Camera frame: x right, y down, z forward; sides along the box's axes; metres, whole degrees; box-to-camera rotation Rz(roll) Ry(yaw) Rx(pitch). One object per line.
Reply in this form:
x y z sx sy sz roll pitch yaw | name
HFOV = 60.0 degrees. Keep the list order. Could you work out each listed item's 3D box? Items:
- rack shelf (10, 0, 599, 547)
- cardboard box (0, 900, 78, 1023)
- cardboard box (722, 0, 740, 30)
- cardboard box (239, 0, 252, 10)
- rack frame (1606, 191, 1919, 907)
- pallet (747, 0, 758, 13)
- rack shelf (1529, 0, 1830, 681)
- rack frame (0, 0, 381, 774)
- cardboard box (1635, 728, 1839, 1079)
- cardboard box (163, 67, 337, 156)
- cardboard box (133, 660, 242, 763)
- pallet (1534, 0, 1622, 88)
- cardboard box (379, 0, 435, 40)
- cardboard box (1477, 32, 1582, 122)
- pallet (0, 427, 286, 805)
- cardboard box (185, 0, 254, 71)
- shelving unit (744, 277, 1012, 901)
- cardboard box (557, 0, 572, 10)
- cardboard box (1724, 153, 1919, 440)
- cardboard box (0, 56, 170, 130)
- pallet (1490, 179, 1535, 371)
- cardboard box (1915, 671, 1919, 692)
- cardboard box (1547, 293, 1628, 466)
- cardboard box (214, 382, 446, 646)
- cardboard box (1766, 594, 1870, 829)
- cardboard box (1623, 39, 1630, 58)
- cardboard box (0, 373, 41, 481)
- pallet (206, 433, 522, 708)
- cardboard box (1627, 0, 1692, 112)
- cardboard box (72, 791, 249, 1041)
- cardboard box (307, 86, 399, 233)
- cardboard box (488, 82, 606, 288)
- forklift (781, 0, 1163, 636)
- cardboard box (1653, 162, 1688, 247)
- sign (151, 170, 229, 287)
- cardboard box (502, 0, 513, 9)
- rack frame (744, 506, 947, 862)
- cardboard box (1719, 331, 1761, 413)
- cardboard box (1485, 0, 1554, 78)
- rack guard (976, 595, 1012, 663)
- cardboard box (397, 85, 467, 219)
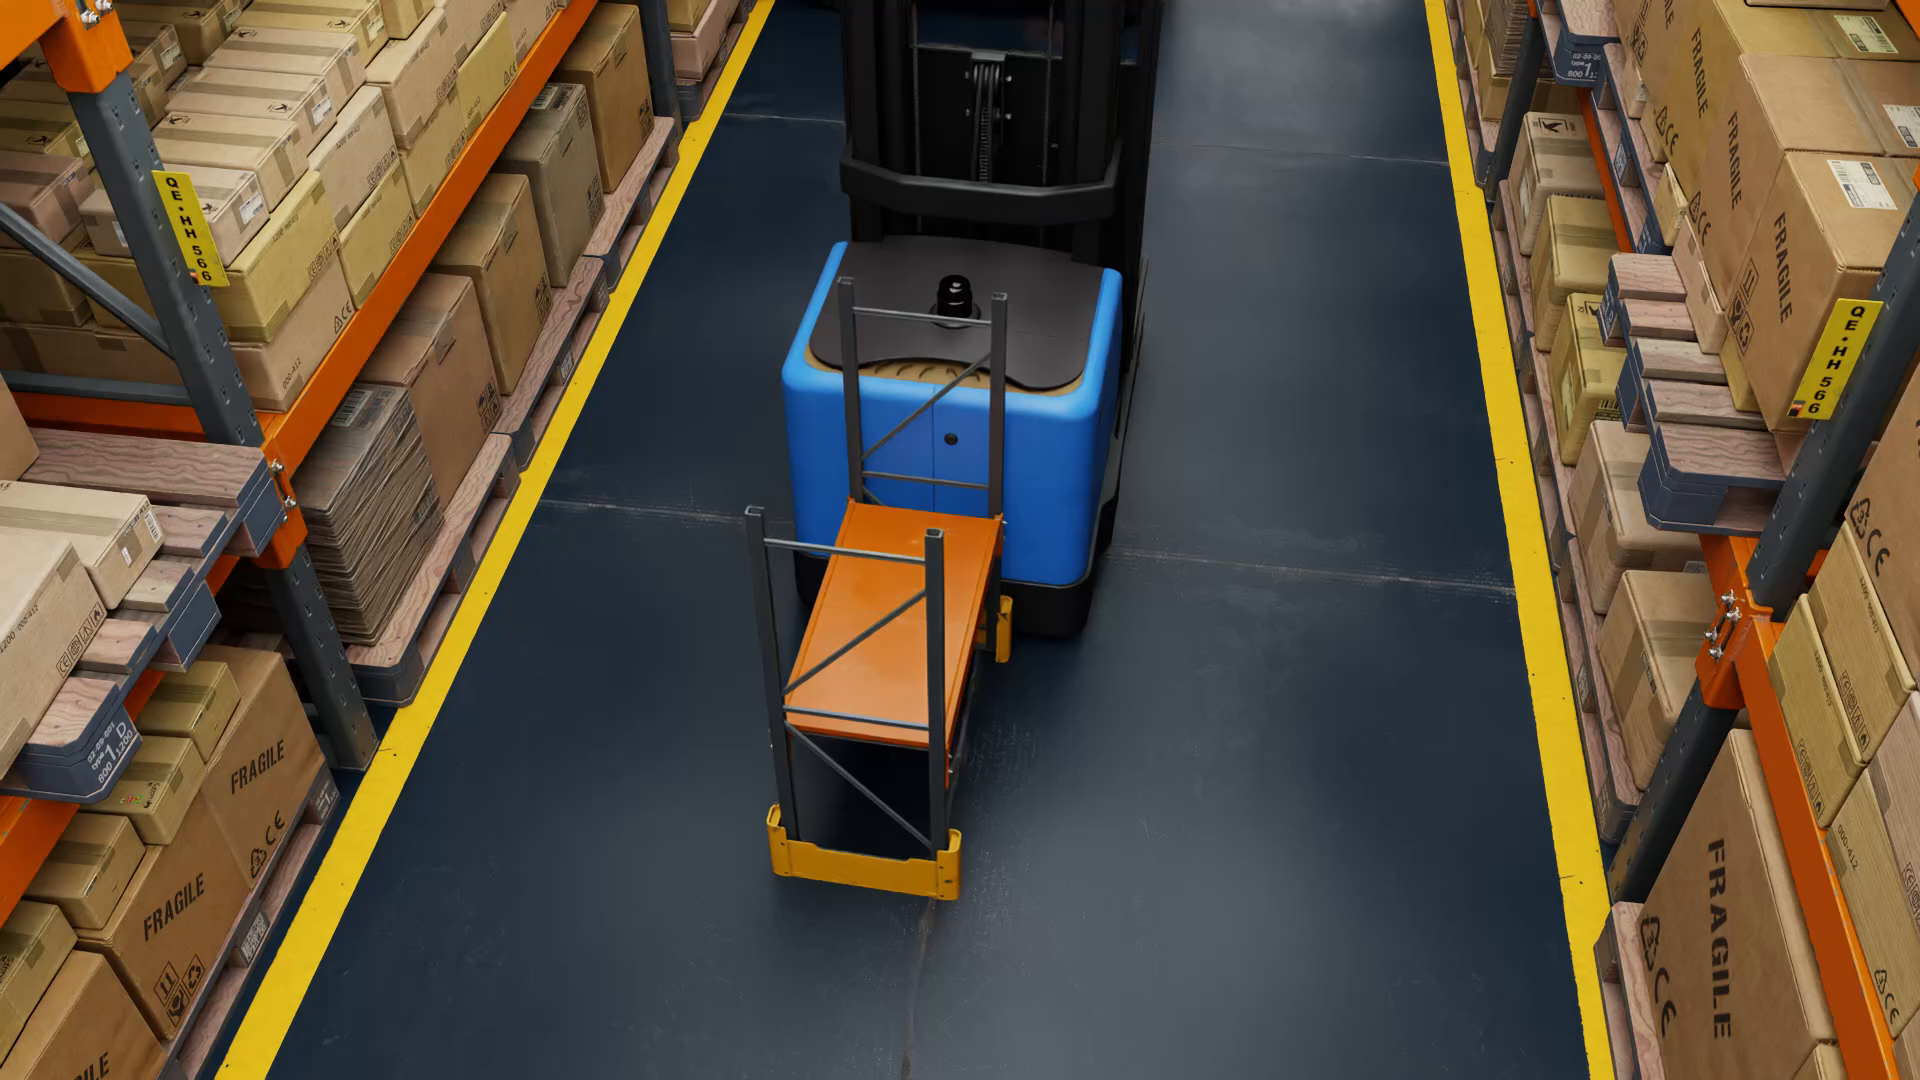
-2.167 -1.515 6.191 1.077 0.370 4.000 5 44 6 | rack shelf
-2.409 1.007 4.046 0.380 0.149 0.250 6 44 7 | cardboard box
-1.459 -2.940 8.868 0.500 0.250 0.500 4 44 5 | cardboard box
-2.545 -1.806 5.432 0.380 0.149 0.250 5 44 5 | cardboard box
2.489 0.036 4.030 1.000 3.000 0.127 5 44 6 | rack frame
-1.597 -3.498 9.791 1.003 0.211 1.213 5 44 6 | pallet
2.754 -1.066 5.717 1.077 0.370 4.000 5 44 6 | rack shelf
-2.431 -0.413 4.504 1.000 3.000 0.127 5 44 6 | rack frame
2.316 1.118 4.127 0.875 0.875 0.875 5 44 5 | cardboard box
-2.055 -1.235 4.828 0.380 0.149 0.250 6 44 7 | cardboard box
-2.246 0.466 4.617 0.380 0.149 0.250 3 44 3 | cardboard box
2.773 -2.113 6.439 1.003 0.211 1.213 5 44 6 | pallet
-1.937 -1.756 5.378 0.380 0.149 0.250 6 44 6 | cardboard box
2.830 -2.272 8.162 0.500 0.250 0.500 7 44 7 | cardboard box
-2.451 0.125 4.076 1.213 0.211 1.003 5 44 6 | pallet
-2.513 -1.561 5.462 0.500 0.250 0.500 5 44 5 | cardboard box
-0.201 0.161 4.989 0.587 1.500 1.083 7 44 7 | shelving unit
-1.771 -2.374 6.685 0.500 0.250 0.500 5 44 5 | cardboard box
2.274 -0.596 4.103 0.500 0.500 0.500 4 44 4 | cardboard box
-2.570 -1.284 4.880 0.380 0.149 0.250 5 44 5 | cardboard box
2.917 -1.147 7.308 1.003 0.211 1.213 5 44 6 | pallet
2.126 0.289 2.963 0.500 0.500 0.500 5 44 6 | cardboard box
2.769 -0.567 6.272 0.950 0.372 0.625 7 44 7 | cardboard box
-2.335 -0.127 5.624 0.875 0.625 0.625 7 44 7 | cardboard box
2.175 0.401 3.754 0.500 0.250 0.500 5 44 5 | cardboard box
2.518 -1.694 5.735 0.380 0.149 0.250 6 44 6 | cardboard box
-2.654 -0.265 3.970 0.500 0.500 0.500 7 44 7 | cardboard box
-2.284 0.042 6.052 1.003 0.211 1.213 5 44 6 | pallet
2.470 -1.665 5.233 0.500 0.500 0.500 4 44 4 | cardboard box
-2.351 0.990 4.535 0.500 0.500 0.500 5 44 5 | cardboard box
-2.063 -1.161 5.040 0.500 0.250 0.500 7 44 7 | cardboard box
-2.071 -1.544 7.121 0.875 0.625 0.625 5 44 5 | cardboard box
0.178 -1.753 5.969 1.130 2.935 3.031 7 44 7 | forklift
2.316 -0.995 4.996 0.380 0.149 0.250 6 44 6 | cardboard box
-1.892 -0.762 4.088 0.100 0.325 0.005 5 44 6 | sign
-1.848 -2.209 6.147 0.500 0.250 0.500 6 44 6 | cardboard box
-0.288 0.499 4.632 0.500 1.500 0.032 7 44 7 | rack frame
2.263 -0.460 4.431 0.380 0.149 0.250 6 44 6 | cardboard box
2.830 -2.544 7.904 0.500 0.500 0.500 5 44 5 | cardboard box
-0.114 0.278 5.775 0.587 0.250 0.087 7 44 7 | rack guard
-1.998 -1.333 5.585 0.500 0.250 0.500 4 44 4 | cardboard box
